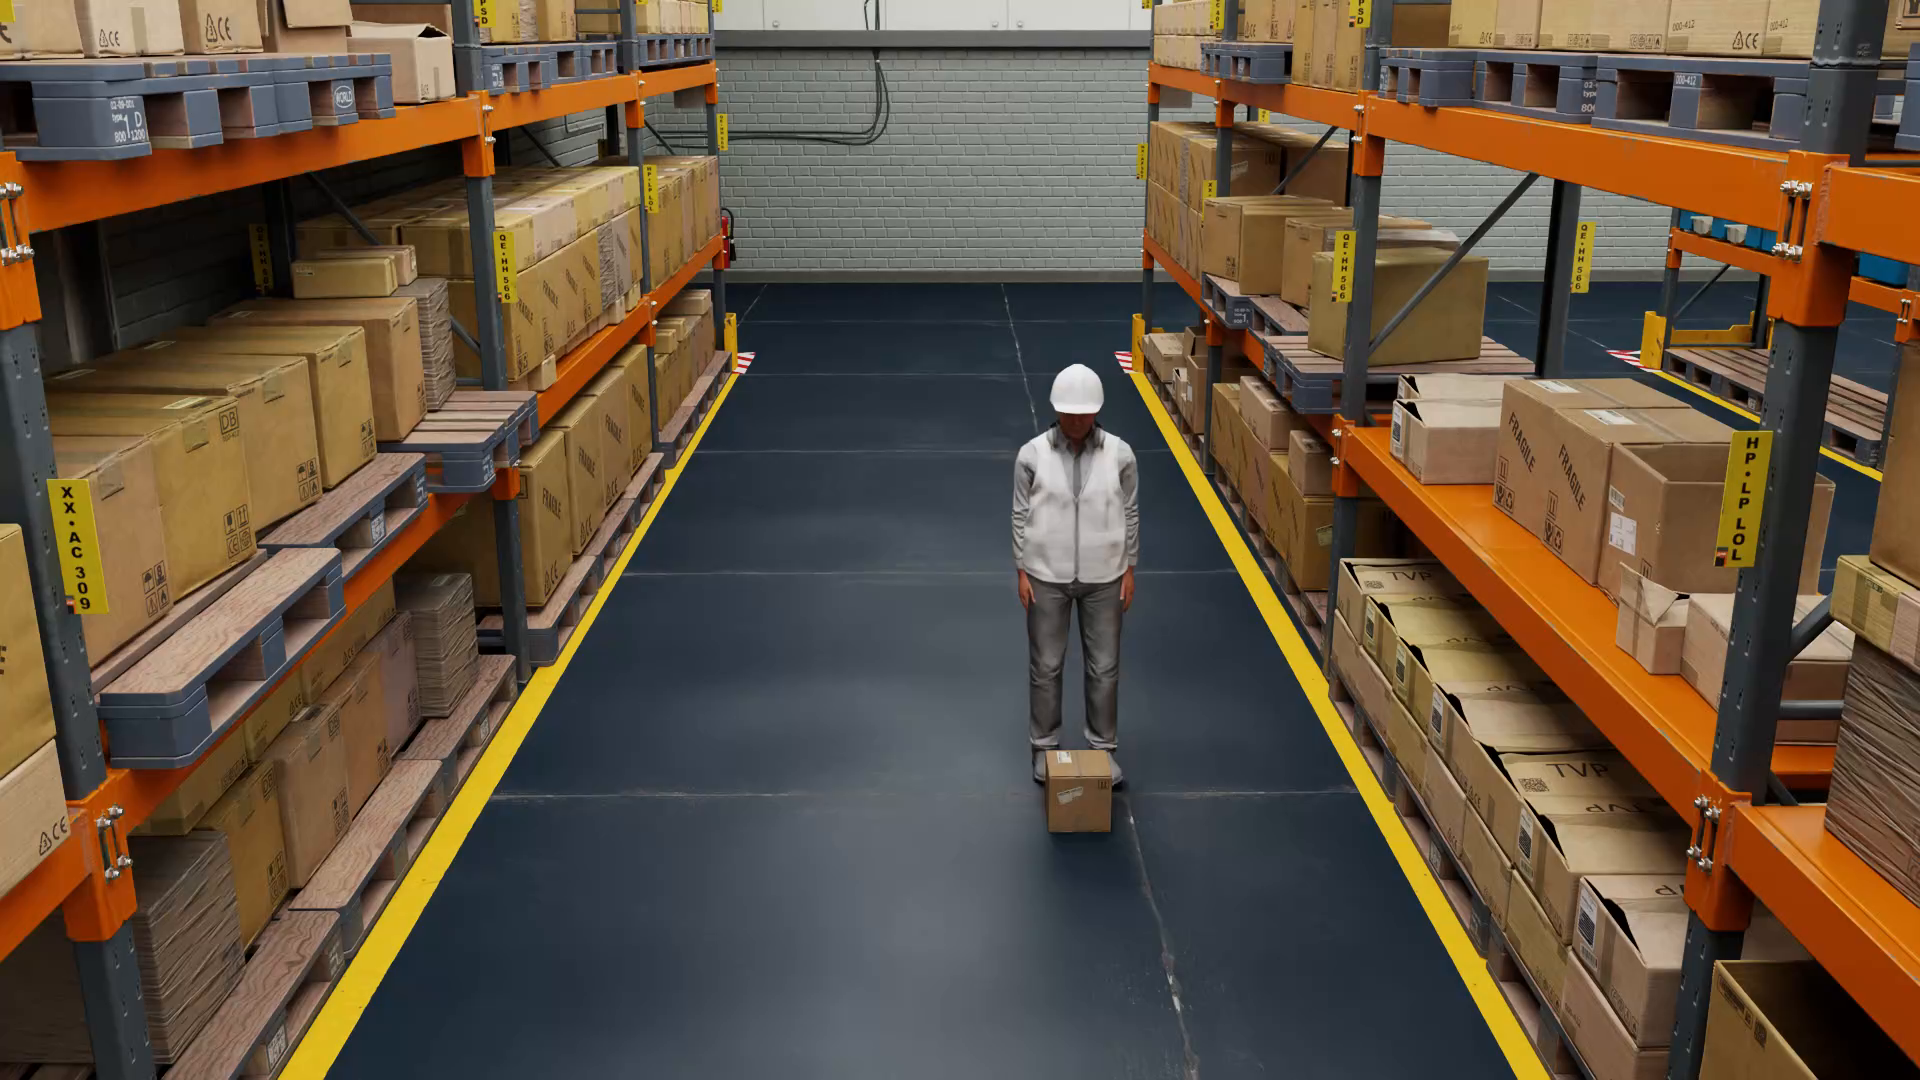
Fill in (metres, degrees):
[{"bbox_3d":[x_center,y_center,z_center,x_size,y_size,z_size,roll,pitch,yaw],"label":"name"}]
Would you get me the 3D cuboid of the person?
[{"bbox_3d":[0.482,0.149,6.980,0.536,1.776,0.397,0,17,0],"label":"person"}]
